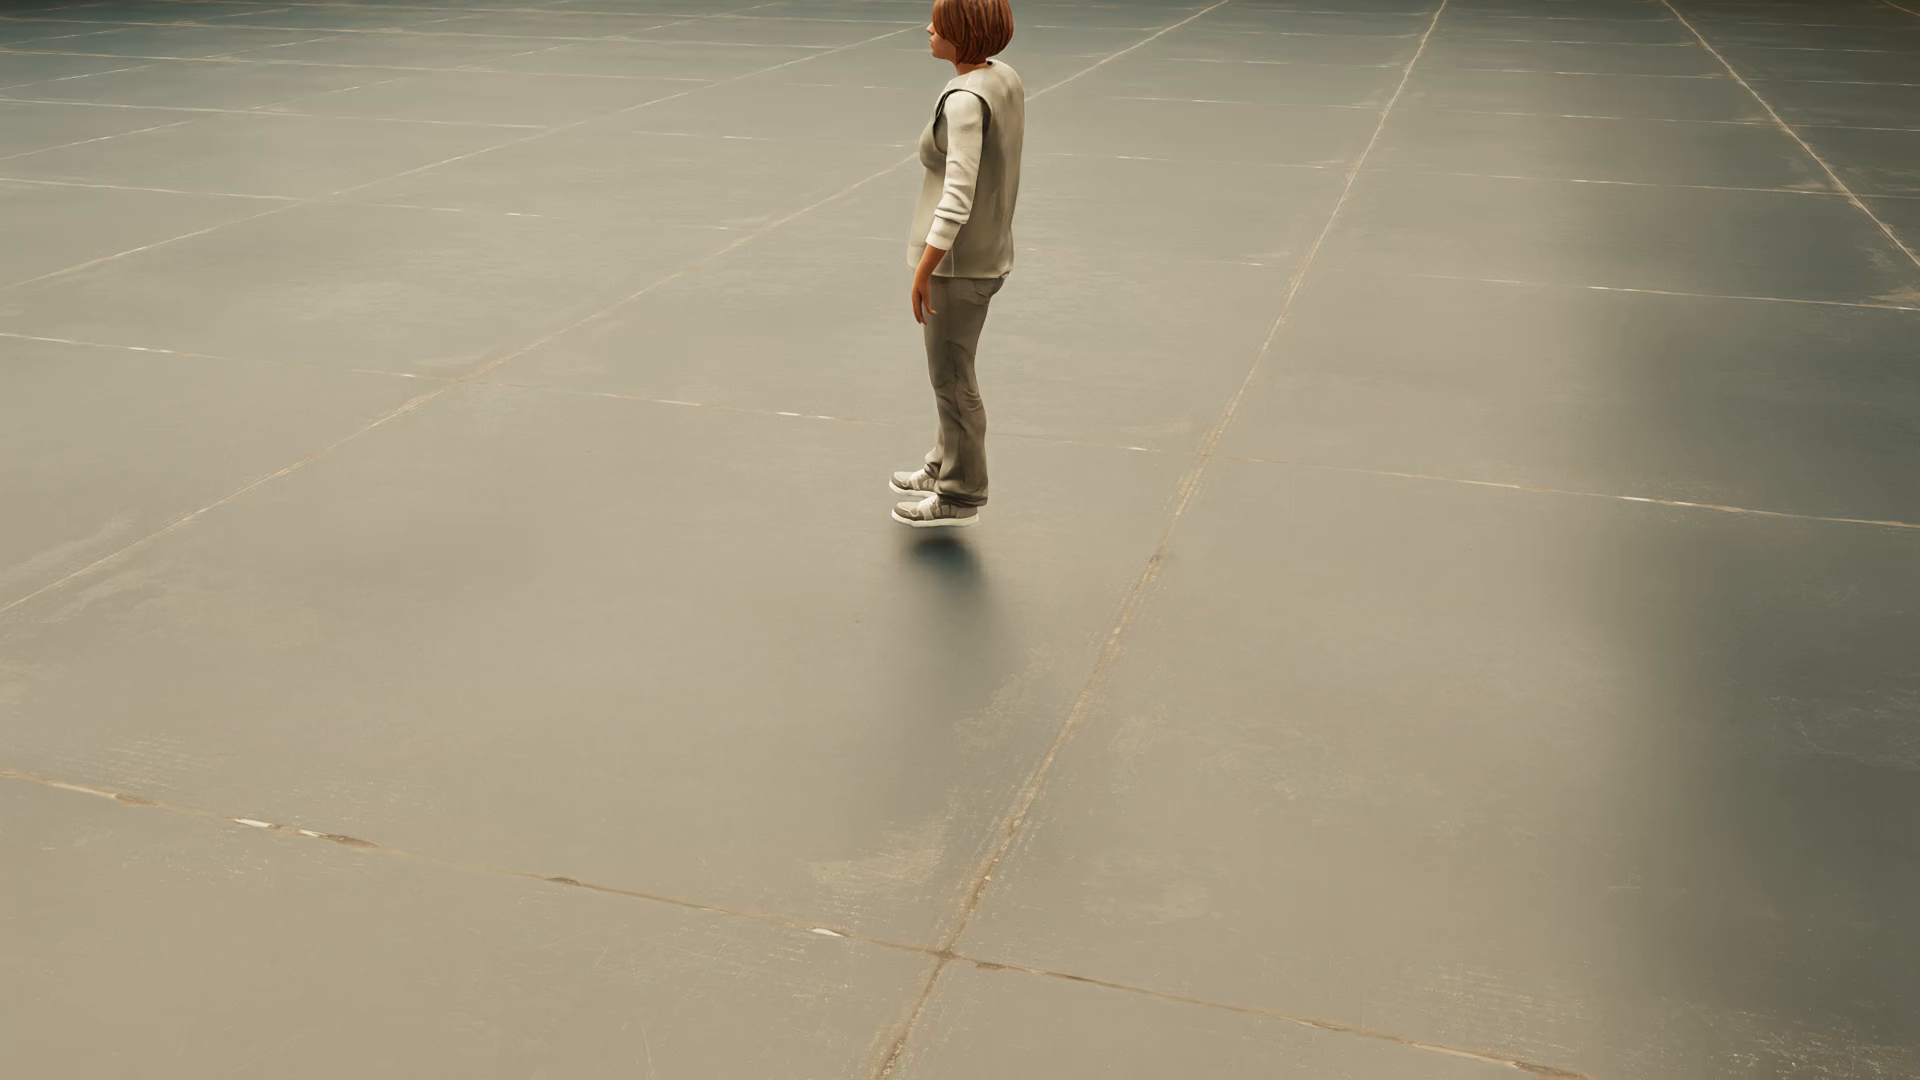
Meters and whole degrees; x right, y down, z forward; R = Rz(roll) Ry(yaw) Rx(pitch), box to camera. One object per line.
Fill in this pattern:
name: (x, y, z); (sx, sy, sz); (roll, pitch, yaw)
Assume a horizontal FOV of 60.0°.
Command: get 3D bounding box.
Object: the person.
person: (-0.066, -0.796, 4.830); (0.475, 1.597, 0.520); (7, 23, 16)
